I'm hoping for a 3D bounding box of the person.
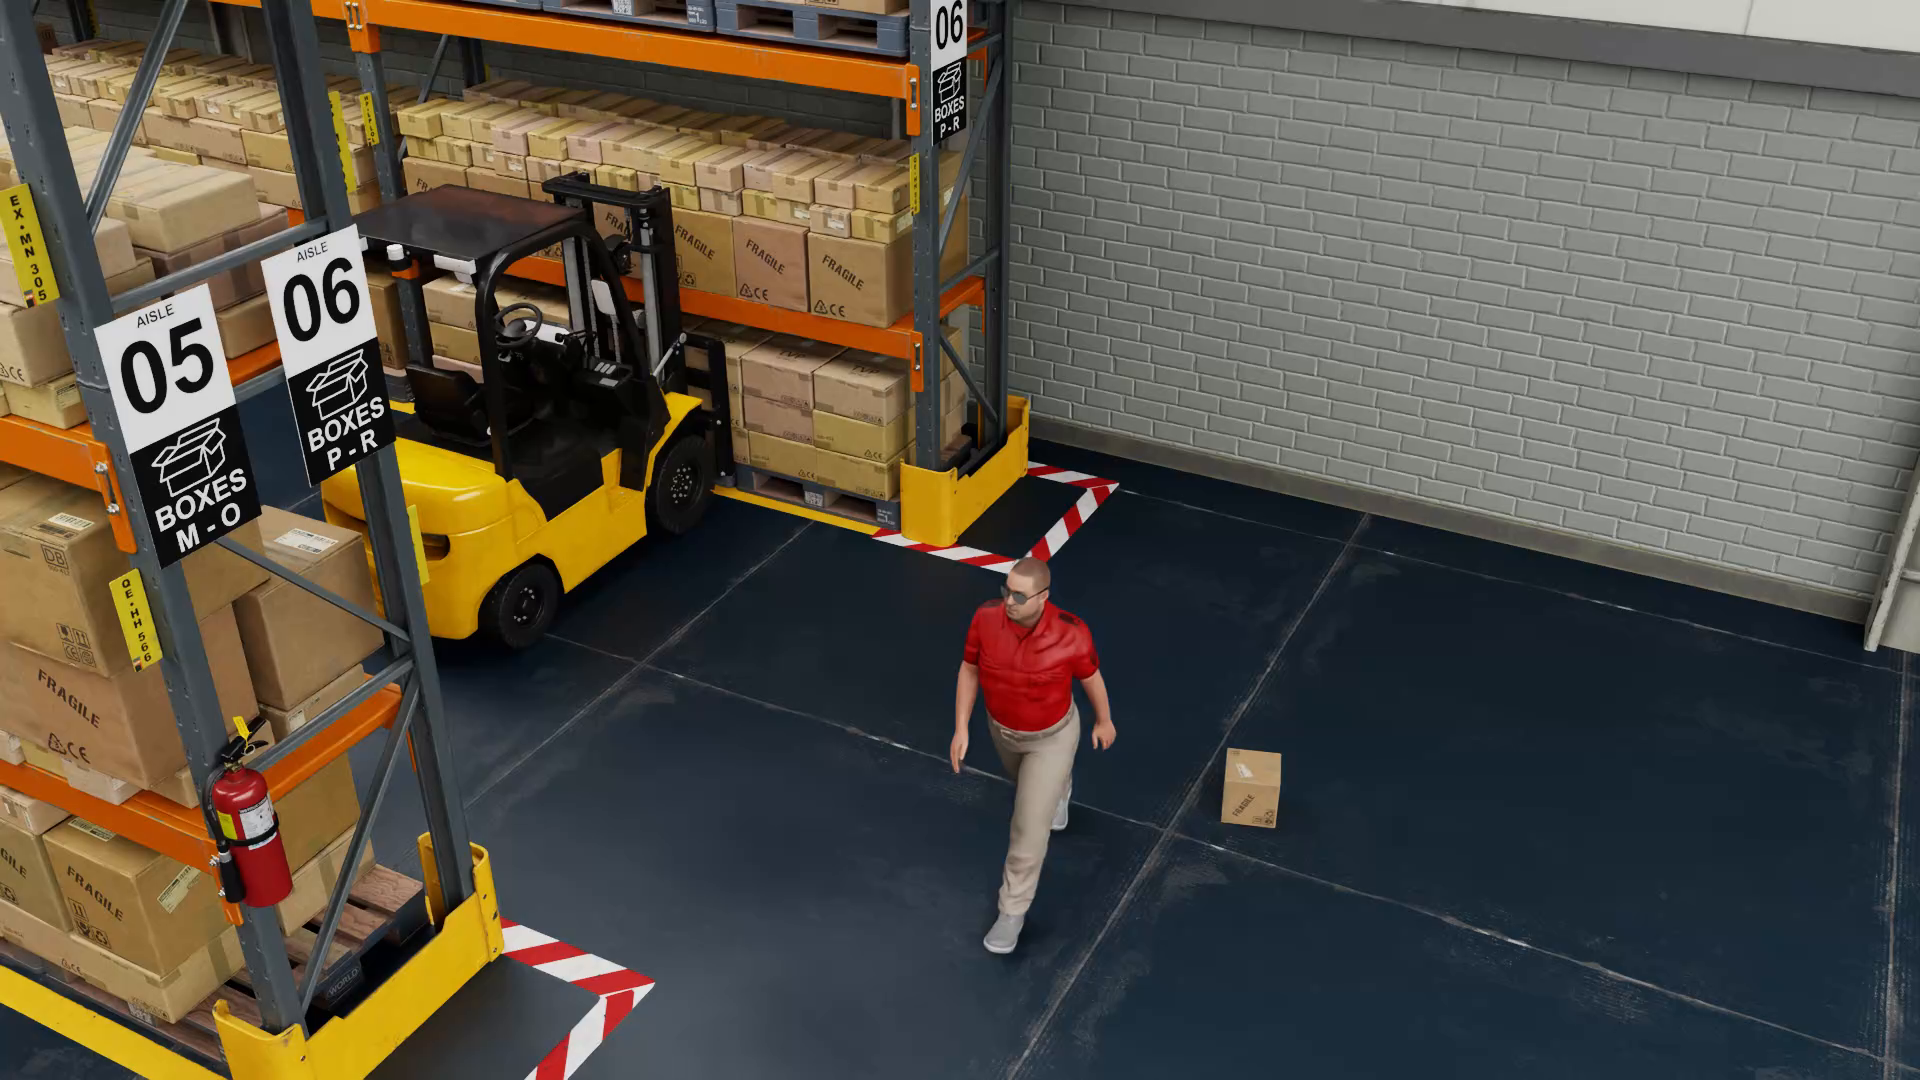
[{"bbox_3d":[0.293,0.781,6.982,0.577,1.662,1.128,17,34,27],"label":"person"}]
